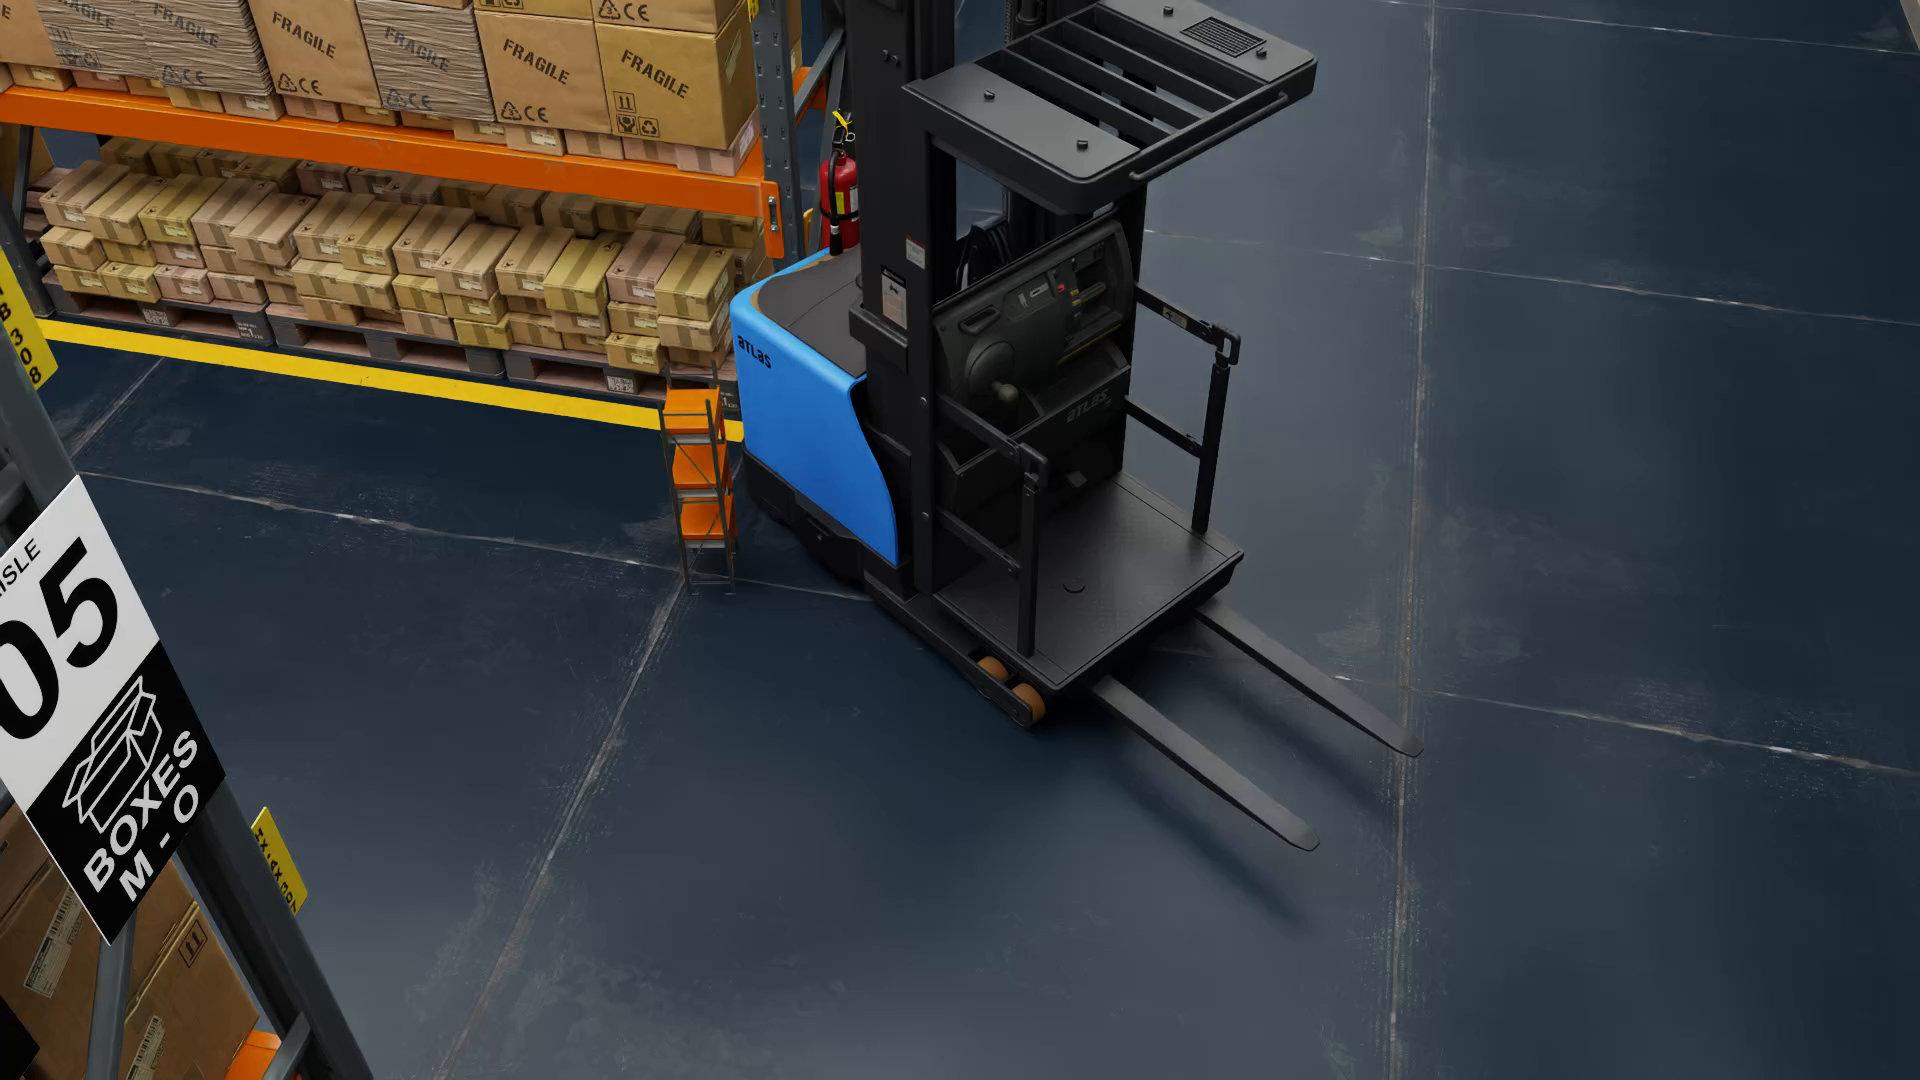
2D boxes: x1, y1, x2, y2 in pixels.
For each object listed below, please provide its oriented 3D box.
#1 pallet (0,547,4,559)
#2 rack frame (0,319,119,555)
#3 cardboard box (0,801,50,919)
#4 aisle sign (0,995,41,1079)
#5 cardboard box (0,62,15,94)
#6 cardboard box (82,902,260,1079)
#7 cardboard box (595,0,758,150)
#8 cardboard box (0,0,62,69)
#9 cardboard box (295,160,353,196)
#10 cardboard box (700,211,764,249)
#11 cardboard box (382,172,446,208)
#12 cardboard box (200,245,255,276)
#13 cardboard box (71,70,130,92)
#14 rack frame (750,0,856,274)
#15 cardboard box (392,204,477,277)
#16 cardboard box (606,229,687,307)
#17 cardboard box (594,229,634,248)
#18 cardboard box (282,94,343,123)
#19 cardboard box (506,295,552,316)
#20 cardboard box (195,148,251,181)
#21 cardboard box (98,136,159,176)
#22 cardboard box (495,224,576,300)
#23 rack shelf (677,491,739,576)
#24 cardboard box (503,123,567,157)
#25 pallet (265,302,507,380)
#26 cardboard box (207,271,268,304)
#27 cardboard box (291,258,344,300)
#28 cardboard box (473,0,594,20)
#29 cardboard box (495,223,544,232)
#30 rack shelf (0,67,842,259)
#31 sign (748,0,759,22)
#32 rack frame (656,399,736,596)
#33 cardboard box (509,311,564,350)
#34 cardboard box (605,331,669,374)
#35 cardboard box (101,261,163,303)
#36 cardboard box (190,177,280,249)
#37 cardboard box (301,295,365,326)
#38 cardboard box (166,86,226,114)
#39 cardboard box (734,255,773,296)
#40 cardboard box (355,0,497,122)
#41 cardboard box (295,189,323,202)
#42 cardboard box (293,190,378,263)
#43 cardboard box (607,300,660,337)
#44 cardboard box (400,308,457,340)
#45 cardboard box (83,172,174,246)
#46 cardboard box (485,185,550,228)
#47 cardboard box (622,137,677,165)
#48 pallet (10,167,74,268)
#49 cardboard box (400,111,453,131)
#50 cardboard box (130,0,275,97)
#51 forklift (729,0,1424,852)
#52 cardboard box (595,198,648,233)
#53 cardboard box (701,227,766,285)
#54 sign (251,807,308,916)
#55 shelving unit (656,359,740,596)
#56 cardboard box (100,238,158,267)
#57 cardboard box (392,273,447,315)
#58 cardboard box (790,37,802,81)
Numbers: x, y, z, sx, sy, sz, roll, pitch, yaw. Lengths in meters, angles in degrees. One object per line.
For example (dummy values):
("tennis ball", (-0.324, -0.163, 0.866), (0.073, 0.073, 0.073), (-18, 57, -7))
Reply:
("pallet", (-2.343, 0.279, 2.658), (1.213, 0.211, 1.003), (9, 45, 9))
("rack frame", (-1.617, -0.728, 1.478), (0.127, 3.000, 1.000), (9, 45, 9))
("cardboard box", (-1.903, 0.562, 3.202), (0.250, 0.149, 0.380), (10, 45, 10))
("aisle sign", (-1.614, 0.717, 2.427), (0.004, 0.787, 0.394), (9, 45, 9))
("cardboard box", (-4.333, -2.183, 7.496), (0.250, 0.149, 0.380), (10, 45, 11))
("cardboard box", (-2.022, 1.130, 3.801), (0.500, 0.500, 0.500), (9, 45, 9))
("cardboard box", (-1.129, -1.969, 6.806), (0.500, 0.500, 0.500), (10, 45, 10))
("cardboard box", (-4.110, -2.436, 7.291), (0.500, 0.500, 0.500), (8, 44, 8))
("cardboard box", (-3.111, -1.883, 8.328), (0.250, 0.149, 0.380), (7, 44, 7))
("cardboard box", (-1.072, -1.580, 8.013), (0.250, 0.149, 0.380), (7, 44, 7))
("cardboard box", (-2.626, -1.739, 8.178), (0.250, 0.149, 0.380), (9, 45, 9))
("cardboard box", (-3.479, -1.465, 8.107), (0.250, 0.149, 0.380), (7, 44, 7))
("cardboard box", (-3.793, -2.189, 7.503), (0.250, 0.149, 0.380), (7, 44, 7))
("rack frame", (-0.634, -1.932, 7.055), (0.127, 3.000, 1.000), (9, 45, 9))
("cardboard box", (-2.466, -1.410, 7.835), (0.250, 0.149, 0.380), (7, 44, 8))
("cardboard box", (-1.439, -1.256, 7.676), (0.250, 0.149, 0.380), (10, 45, 10))
("cardboard box", (-1.603, -1.473, 8.116), (0.250, 0.149, 0.380), (9, 45, 10))
("cardboard box", (-2.765, -2.007, 7.314), (0.250, 0.149, 0.380), (10, 45, 11))
("cardboard box", (-1.959, -1.238, 7.872), (0.250, 0.149, 0.380), (8, 45, 9))
("cardboard box", (-3.631, -1.954, 8.401), (0.250, 0.149, 0.380), (8, 45, 9))
("cardboard box", (-4.134, -1.999, 8.448), (0.250, 0.149, 0.380), (10, 45, 10))
("cardboard box", (-1.958, -1.292, 7.713), (0.250, 0.149, 0.380), (7, 44, 7))
("rack shelf", (-1.042, -0.025, 6.895), (0.215, 0.259, 0.240), (-1, 44, -1))
("cardboard box", (-1.751, -1.814, 7.112), (0.250, 0.149, 0.380), (10, 45, 10))
("pallet", (-2.681, -1.272, 8.380), (1.213, 0.211, 1.003), (9, 45, 9))
("cardboard box", (-3.481, -1.342, 8.194), (0.250, 0.149, 0.380), (8, 44, 8))
("cardboard box", (-2.983, -1.326, 7.963), (0.250, 0.149, 0.380), (9, 45, 9))
("cardboard box", (-1.630, -2.413, 6.547), (0.500, 0.500, 0.500), (7, 44, 8))
("cardboard box", (-2.109, -1.562, 8.208), (0.250, 0.149, 0.380), (7, 44, 7))
("rack shelf", (-2.586, -1.976, 7.619), (4.000, 0.370, 1.077), (9, 45, 9))
("sign", (-0.775, -2.091, 6.156), (0.005, 0.325, 0.100), (9, 45, 9))
("rack frame", (-1.040, -0.148, 6.607), (0.200, 1.050, 0.008), (-1, 44, -1))
("cardboard box", (-1.950, -1.092, 7.935), (0.250, 0.149, 0.380), (9, 45, 9))
("cardboard box", (-1.467, -0.965, 7.803), (0.250, 0.149, 0.380), (10, 45, 10))
("cardboard box", (-3.993, -1.349, 8.202), (0.250, 0.149, 0.380), (10, 45, 10))
("cardboard box", (-3.474, -1.573, 8.005), (0.250, 0.149, 0.380), (8, 44, 8))
("cardboard box", (-2.978, -1.221, 8.068), (0.250, 0.149, 0.380), (8, 44, 8))
("cardboard box", (-3.297, -2.062, 7.370), (0.250, 0.149, 0.380), (10, 45, 10))
("cardboard box", (-1.076, -1.352, 8.205), (0.250, 0.149, 0.380), (10, 45, 10))
("cardboard box", (-2.128, -2.121, 6.964), (0.500, 0.500, 0.500), (9, 45, 9))
("cardboard box", (-3.153, -1.746, 8.399), (0.250, 0.149, 0.380), (10, 45, 10))
("cardboard box", (-2.960, -1.494, 7.923), (0.250, 0.149, 0.380), (7, 44, 7))
("cardboard box", (-1.455, -1.126, 7.756), (0.250, 0.149, 0.380), (8, 44, 8))
("cardboard box", (-2.475, -1.143, 7.988), (0.250, 0.149, 0.380), (10, 45, 10))
("cardboard box", (-3.991, -1.602, 8.036), (0.250, 0.149, 0.380), (11, 45, 11))
("cardboard box", (-2.113, -1.695, 8.132), (0.250, 0.149, 0.380), (10, 45, 11))
("cardboard box", (-1.249, -1.763, 7.060), (0.250, 0.149, 0.380), (9, 45, 9))
("pallet", (-5.298, -1.650, 8.772), (1.213, 0.211, 1.003), (9, 45, 9))
("cardboard box", (-2.252, -1.955, 7.259), (0.250, 0.149, 0.380), (7, 44, 7))
("cardboard box", (-3.142, -2.265, 7.114), (0.500, 0.500, 0.500), (8, 44, 8))
("forklift", (0.426, -0.740, 5.865), (1.130, 2.935, 3.031), (-33, 53, -29))
("cardboard box", (-1.585, -1.665, 8.101), (0.250, 0.149, 0.380), (9, 45, 9))
("cardboard box", (-1.090, -1.417, 8.057), (0.250, 0.149, 0.380), (11, 45, 11))
("sign", (-1.490, 0.718, 3.620), (0.005, 0.325, 0.100), (9, 45, 9))
("shelving unit", (-1.042, -0.233, 6.695), (0.215, 1.050, 0.252), (-1, 44, -1))
("cardboard box", (-3.988, -1.520, 8.165), (0.250, 0.149, 0.380), (9, 45, 9))
("cardboard box", (-2.474, -1.249, 7.883), (0.250, 0.149, 0.380), (11, 45, 11))
("cardboard box", (-0.879, -2.113, 7.423), (0.250, 0.149, 0.380), (8, 45, 9))
